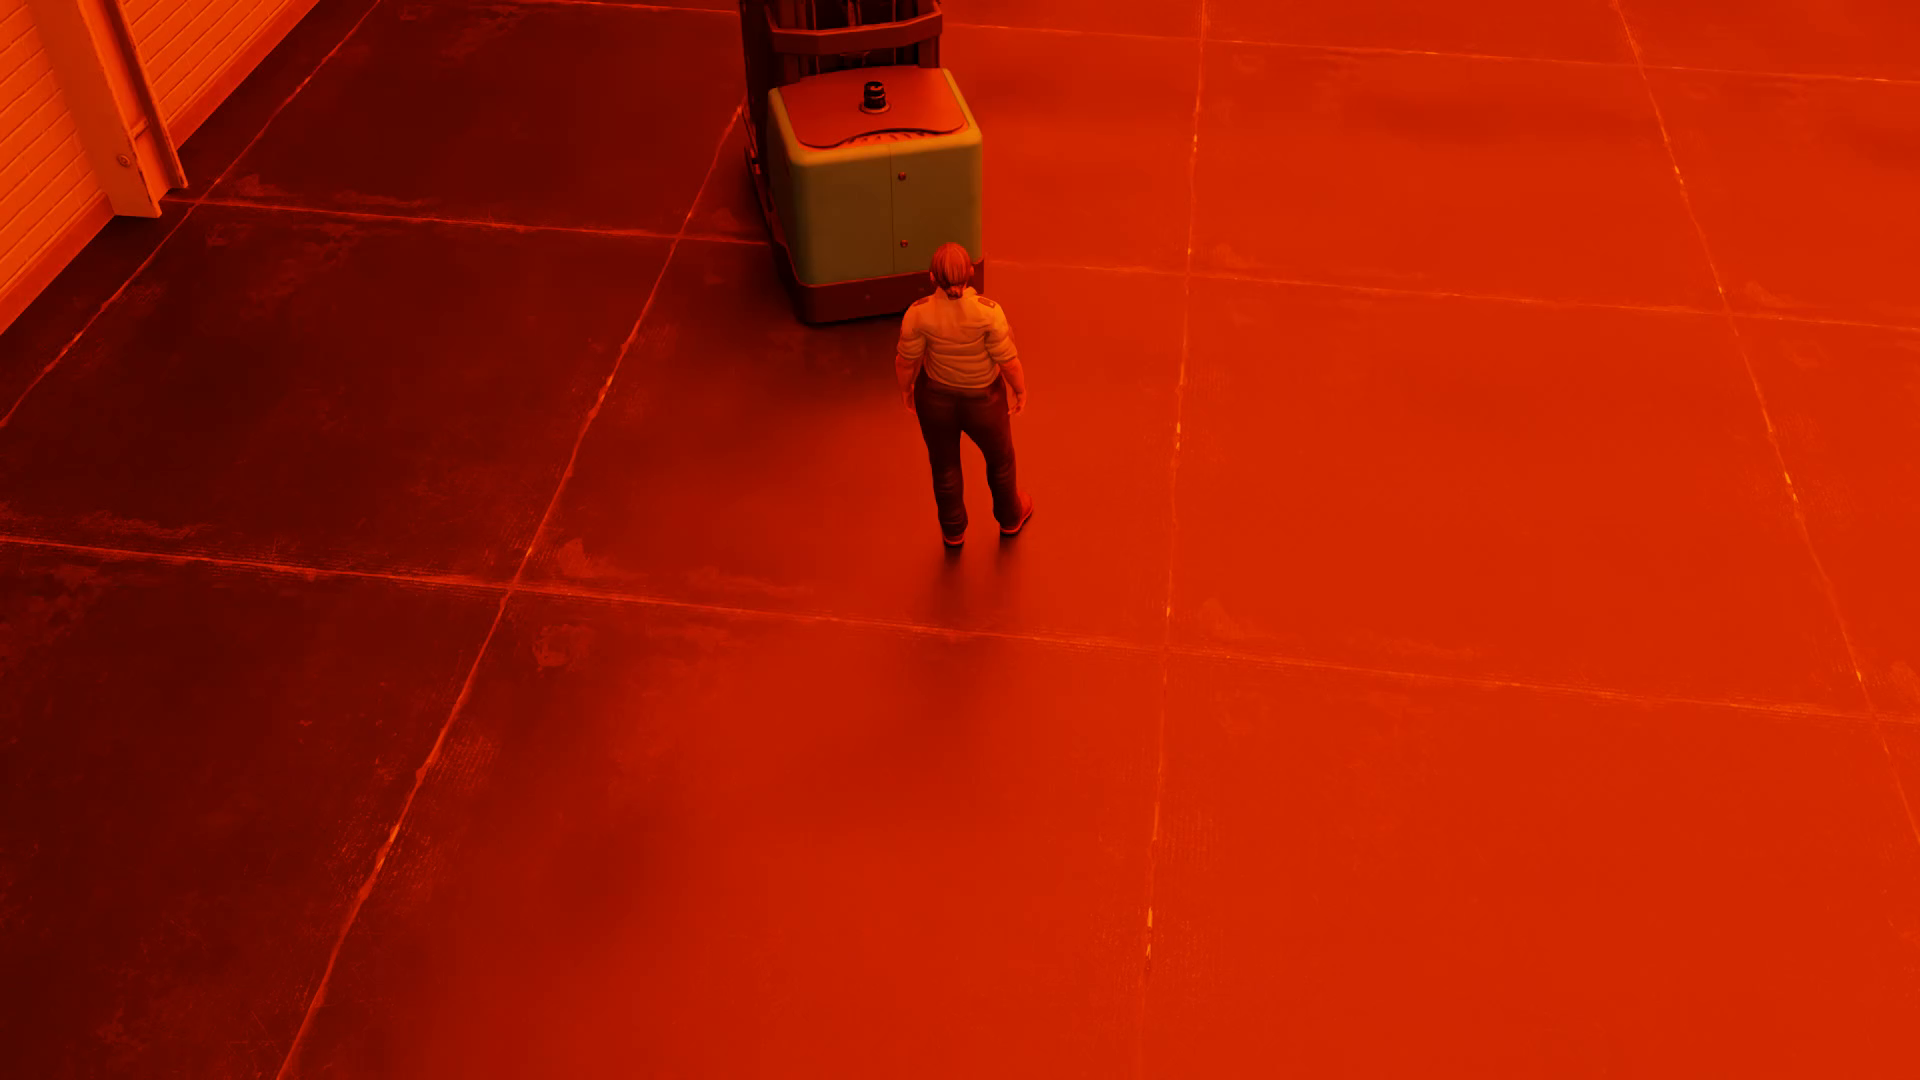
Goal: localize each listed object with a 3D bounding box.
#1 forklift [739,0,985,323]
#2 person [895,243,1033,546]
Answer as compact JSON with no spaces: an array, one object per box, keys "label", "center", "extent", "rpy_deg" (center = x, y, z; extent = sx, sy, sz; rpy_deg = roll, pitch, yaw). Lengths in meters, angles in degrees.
[{"label":"forklift","center":[-0.714,-3.273,9.287],"extent":[1.130,2.935,3.031],"rpy_deg":[-9,43,-10]},{"label":"person","center":[0.035,-0.670,7.393],"extent":[0.598,1.651,0.502],"rpy_deg":[5,43,6]}]
